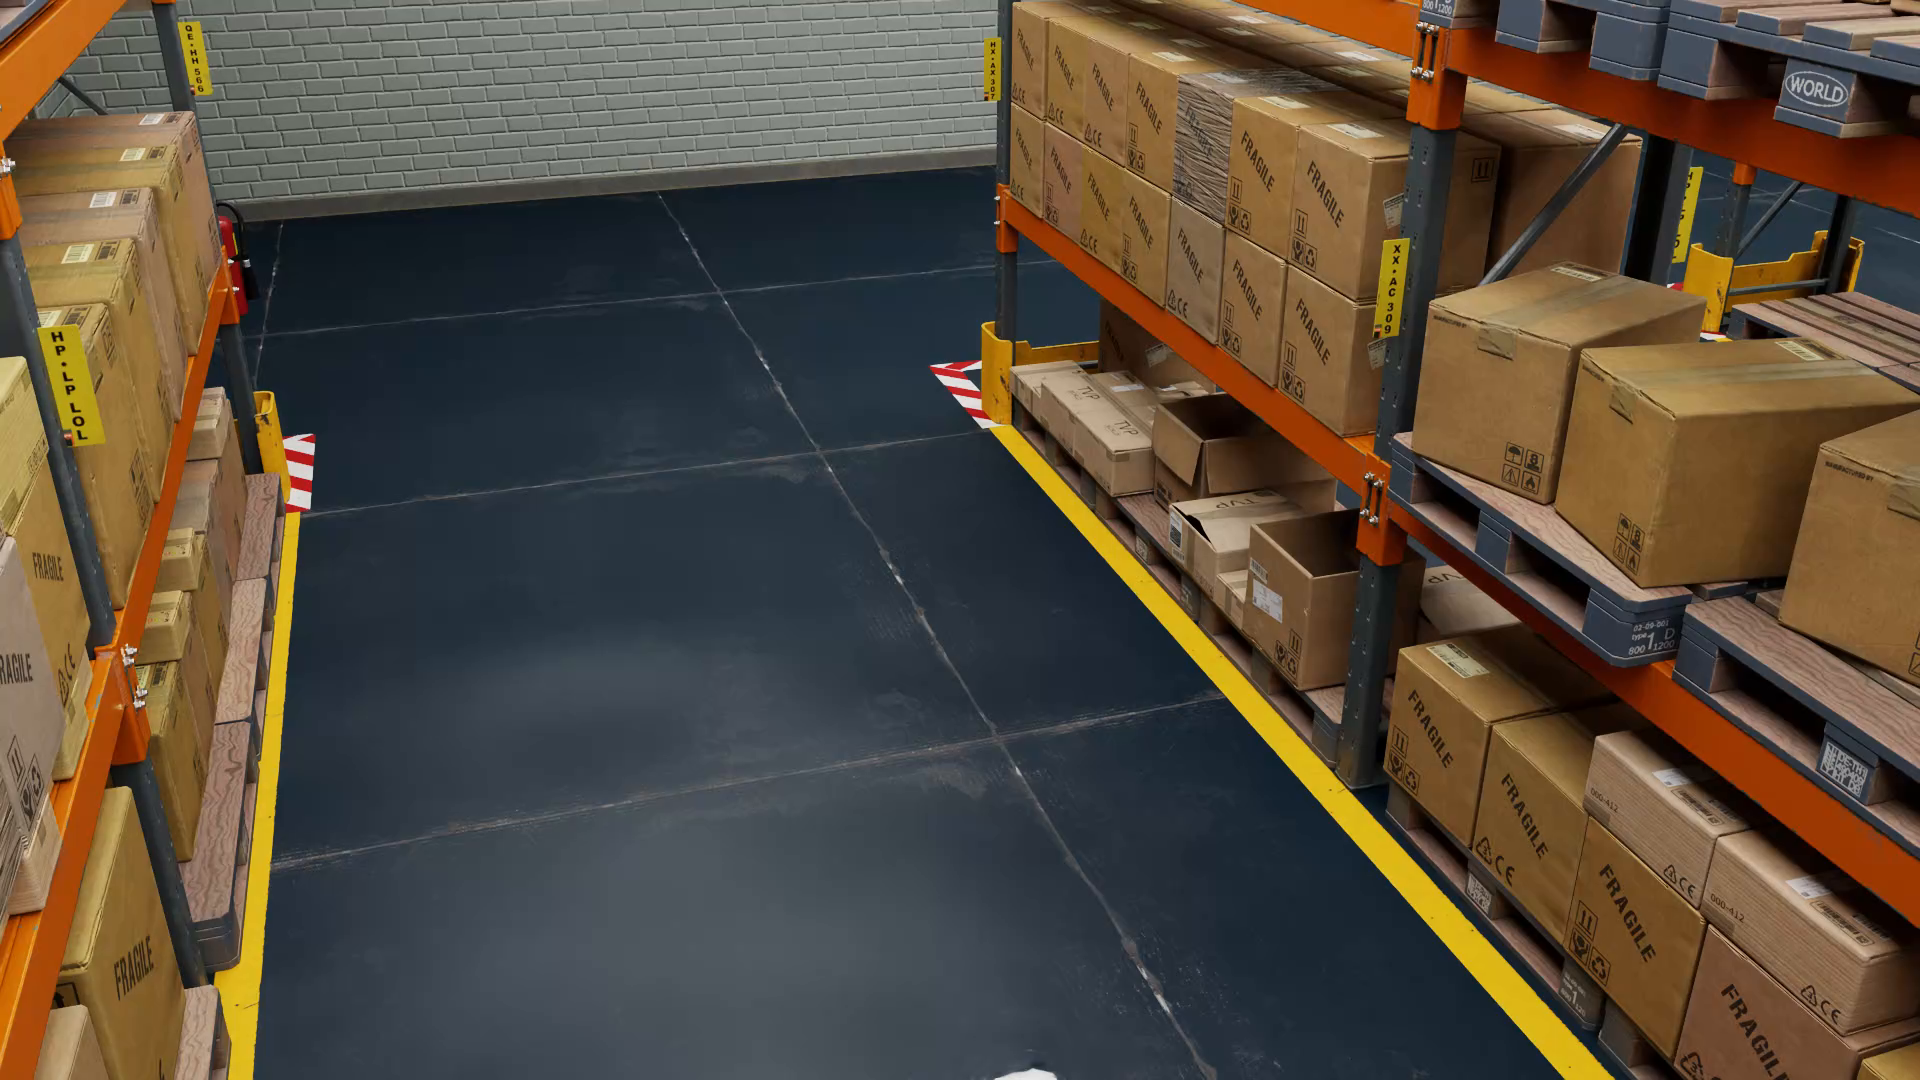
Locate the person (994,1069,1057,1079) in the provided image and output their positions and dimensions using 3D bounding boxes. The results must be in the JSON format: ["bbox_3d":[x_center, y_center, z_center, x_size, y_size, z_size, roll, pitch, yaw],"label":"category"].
[{"bbox_3d":[0.060,1.593,2.808,0.557,1.767,0.729,2,26,3],"label":"person"}]
